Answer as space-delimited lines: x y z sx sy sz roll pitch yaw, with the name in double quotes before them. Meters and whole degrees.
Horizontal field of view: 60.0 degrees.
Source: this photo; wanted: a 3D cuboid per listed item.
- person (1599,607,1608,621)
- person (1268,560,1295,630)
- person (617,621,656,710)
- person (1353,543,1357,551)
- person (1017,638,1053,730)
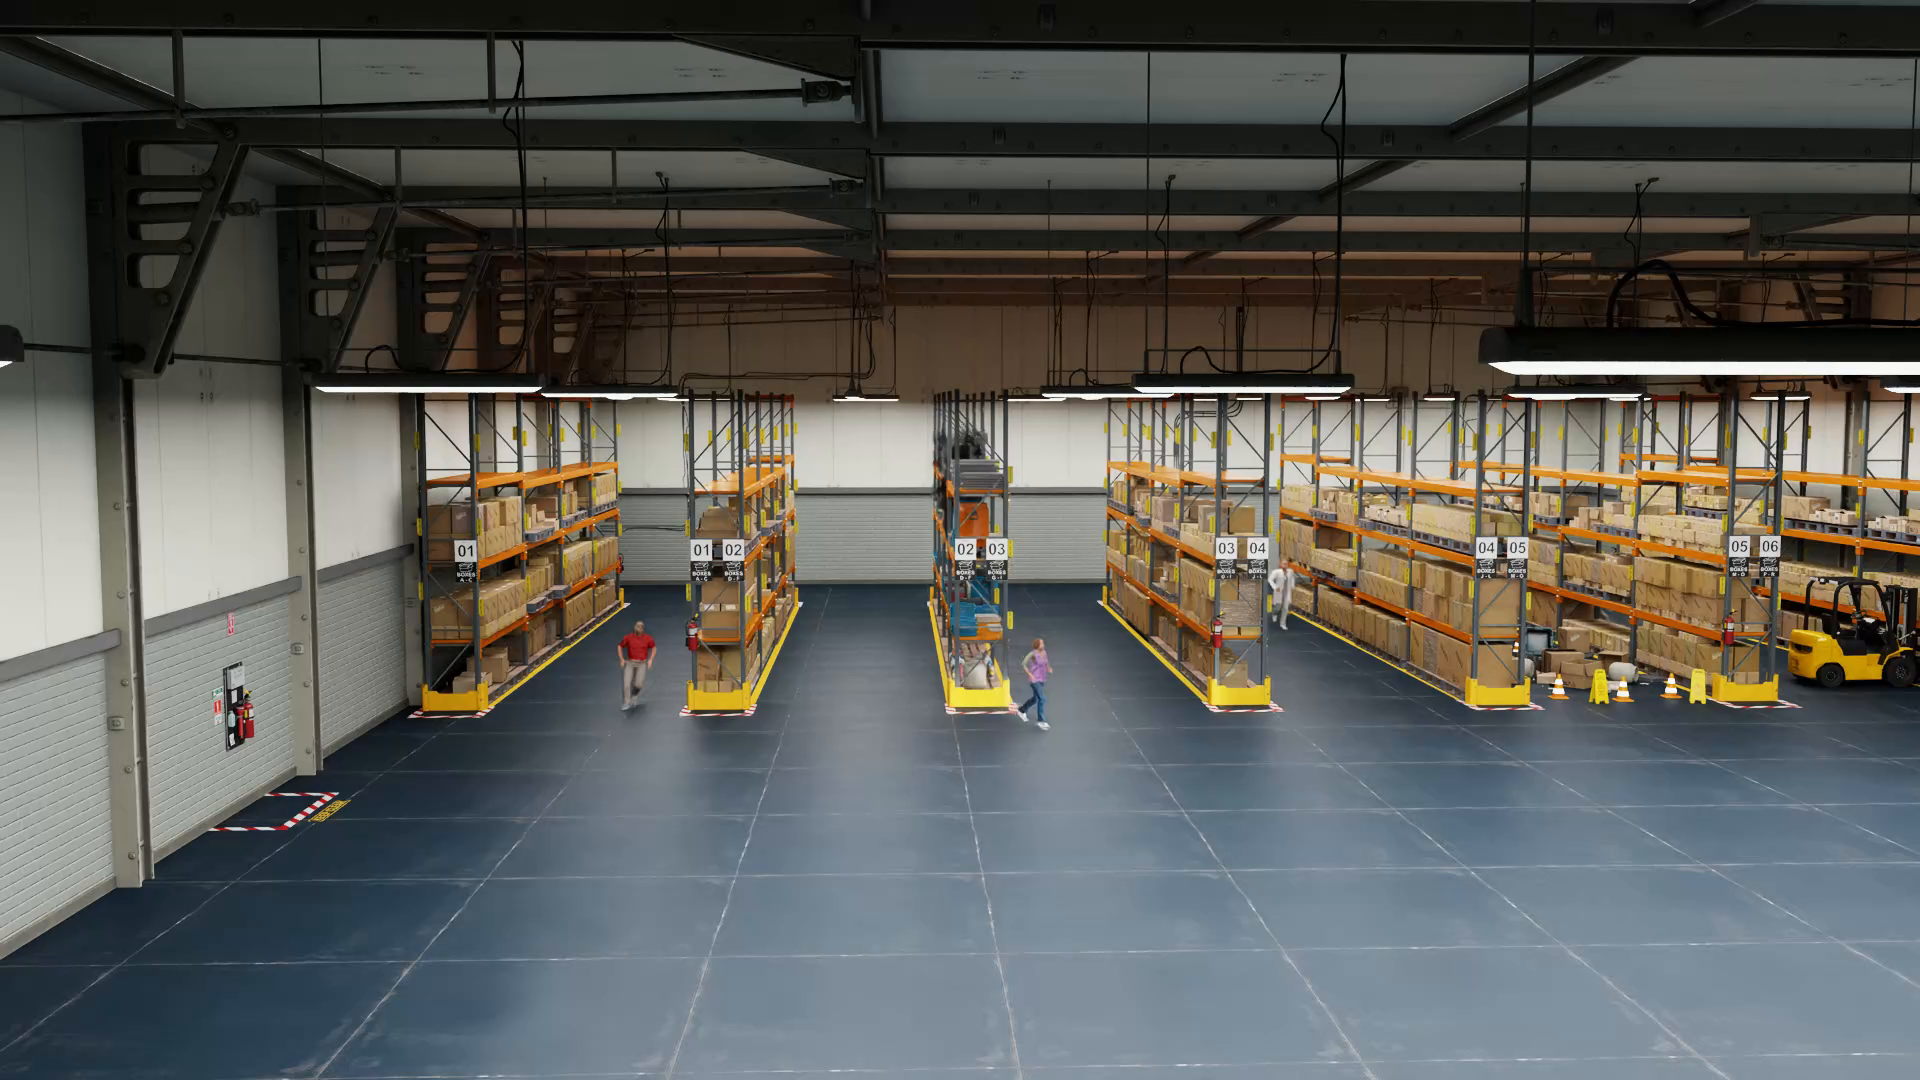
"person" 16.187 1.470 42.200 0.575 1.665 0.622 -1 5 -8
"person" 8.253 1.383 42.623 0.738 1.765 0.944 -1 5 -10
"person" -6.069 2.350 31.209 0.719 1.662 0.518 -1 5 -9
"person" 11.601 0.906 48.925 0.662 1.652 0.533 -1 5 -10
"person" 1.322 2.522 29.484 0.755 1.621 0.538 4 6 38
